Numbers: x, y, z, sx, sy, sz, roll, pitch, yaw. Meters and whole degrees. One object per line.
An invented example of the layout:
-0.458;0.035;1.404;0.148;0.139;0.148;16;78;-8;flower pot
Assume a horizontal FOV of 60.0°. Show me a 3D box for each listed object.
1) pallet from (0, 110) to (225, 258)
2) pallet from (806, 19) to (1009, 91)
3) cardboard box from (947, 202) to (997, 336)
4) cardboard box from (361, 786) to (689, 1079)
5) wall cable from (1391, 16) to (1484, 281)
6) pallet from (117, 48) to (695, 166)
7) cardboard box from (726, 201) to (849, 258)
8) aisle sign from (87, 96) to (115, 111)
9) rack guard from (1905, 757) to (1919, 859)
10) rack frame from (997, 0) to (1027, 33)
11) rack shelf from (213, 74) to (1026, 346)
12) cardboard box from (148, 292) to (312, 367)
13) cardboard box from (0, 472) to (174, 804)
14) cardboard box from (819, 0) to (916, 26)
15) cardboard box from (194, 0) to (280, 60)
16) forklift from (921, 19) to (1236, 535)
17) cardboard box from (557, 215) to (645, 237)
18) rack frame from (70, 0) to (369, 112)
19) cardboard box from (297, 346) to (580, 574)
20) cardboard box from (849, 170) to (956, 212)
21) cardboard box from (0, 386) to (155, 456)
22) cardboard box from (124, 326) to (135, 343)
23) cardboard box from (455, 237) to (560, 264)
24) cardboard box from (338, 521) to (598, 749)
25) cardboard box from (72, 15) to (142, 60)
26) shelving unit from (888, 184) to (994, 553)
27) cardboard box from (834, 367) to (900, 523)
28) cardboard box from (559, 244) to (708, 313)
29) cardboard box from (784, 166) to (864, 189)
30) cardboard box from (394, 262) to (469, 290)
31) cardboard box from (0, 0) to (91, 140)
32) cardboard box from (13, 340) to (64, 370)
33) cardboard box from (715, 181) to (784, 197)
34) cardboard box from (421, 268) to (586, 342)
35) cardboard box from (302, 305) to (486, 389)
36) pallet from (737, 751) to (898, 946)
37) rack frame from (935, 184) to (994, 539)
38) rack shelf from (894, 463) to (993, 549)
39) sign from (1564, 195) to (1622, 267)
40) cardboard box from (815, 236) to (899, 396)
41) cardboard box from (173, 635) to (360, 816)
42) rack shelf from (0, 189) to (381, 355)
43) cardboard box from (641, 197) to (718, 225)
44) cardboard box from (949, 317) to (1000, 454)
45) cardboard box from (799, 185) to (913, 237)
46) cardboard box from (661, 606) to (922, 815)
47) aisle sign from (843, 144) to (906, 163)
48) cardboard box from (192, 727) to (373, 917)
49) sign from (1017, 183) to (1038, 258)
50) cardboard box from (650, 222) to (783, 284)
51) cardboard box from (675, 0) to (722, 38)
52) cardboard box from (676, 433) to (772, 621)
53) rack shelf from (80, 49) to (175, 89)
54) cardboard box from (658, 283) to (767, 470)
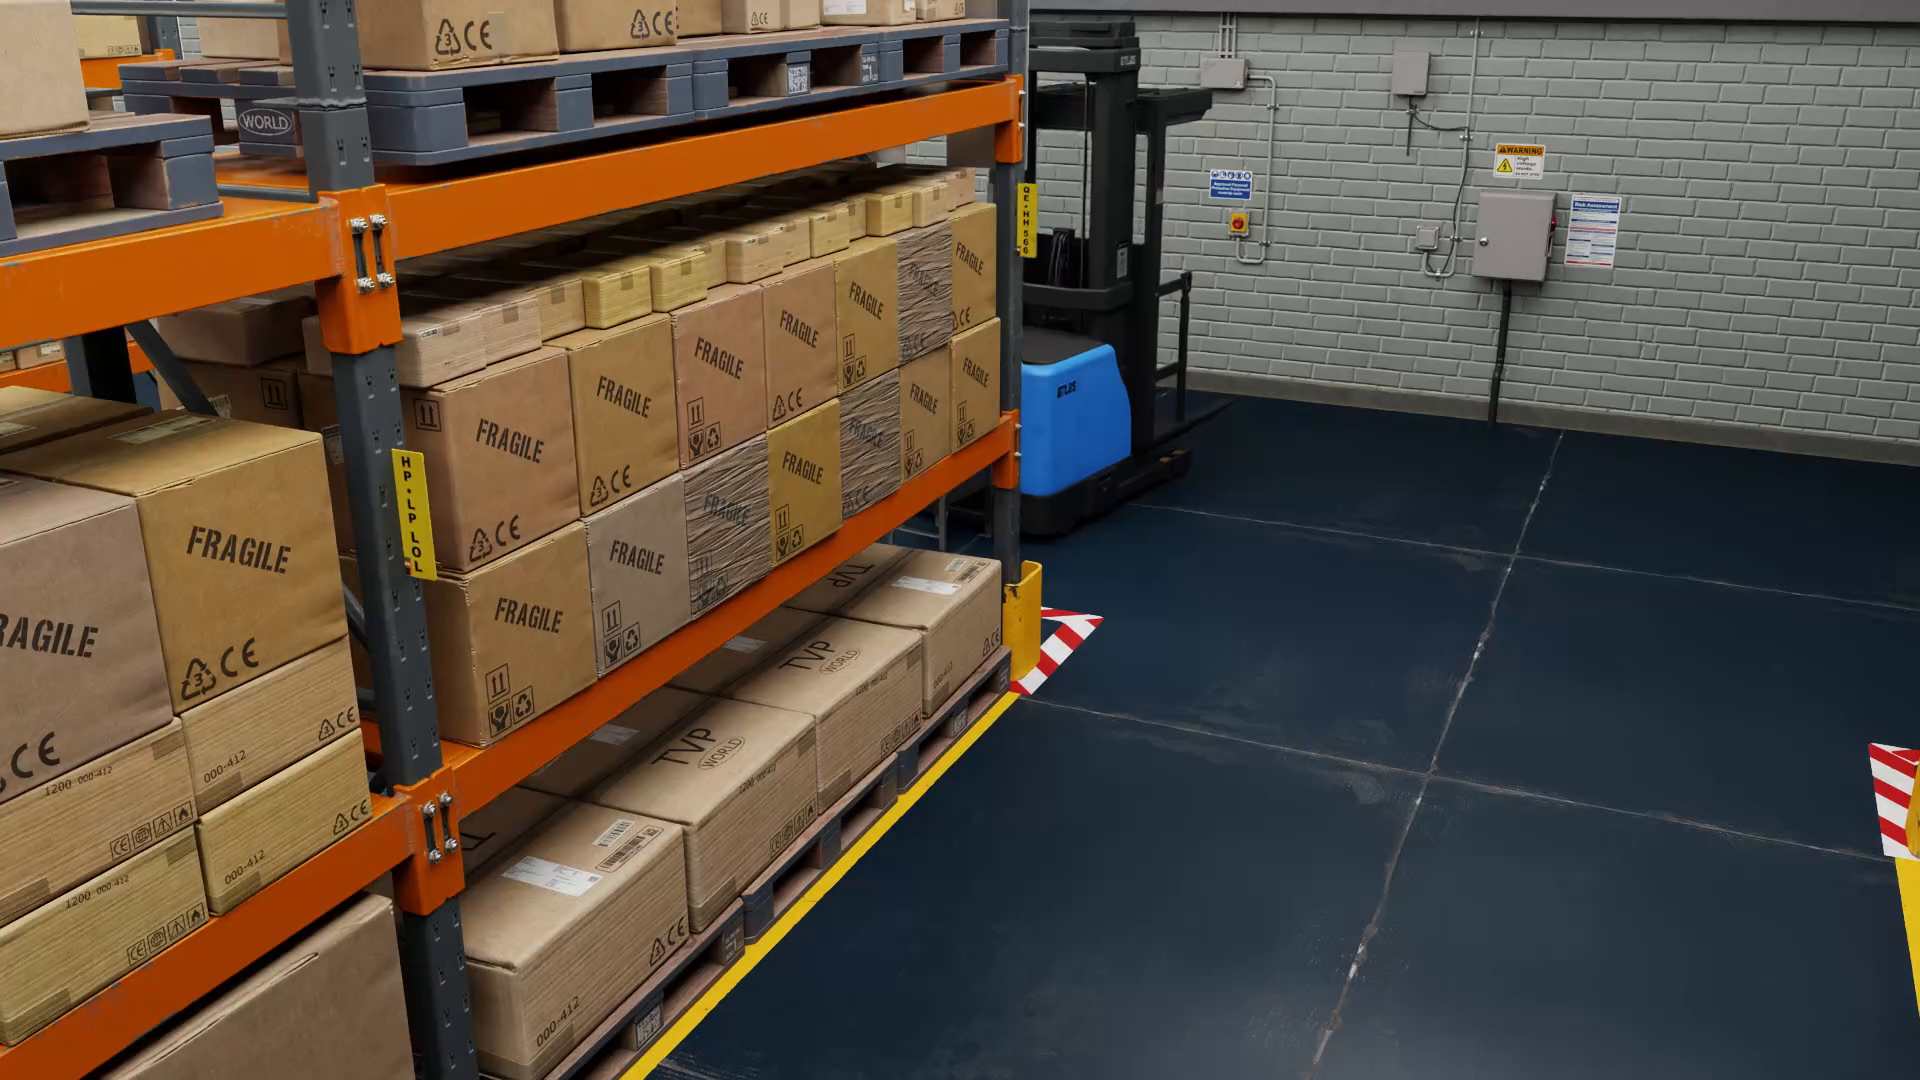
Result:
-2.161;-0.660;3.156;0.805;0.209;1.217;8;21;21;pallet
-0.487;-1.990;6.743;1.003;0.211;1.213;9;21;23;pallet
-0.173;-1.185;7.182;0.500;0.500;0.500;9;22;24;cardboard box
-1.476;1.209;5.291;0.875;0.438;0.875;8;21;22;cardboard box
3.393;-2.861;12.021;0.588;1.984;0.122;9;21;23;wall cable
-1.486;-1.244;4.645;1.003;0.211;1.213;9;21;23;pallet
-0.630;-1.135;6.075;0.380;0.149;0.250;9;22;24;cardboard box
-4.994;-2.783;9.438;0.394;0.787;0.004;9;21;23;aisle sign
4.306;1.035;6.314;1.175;0.500;0.348;9;21;23;rack guard
-0.193;-3.673;6.867;1.000;3.000;0.127;9;21;23;rack frame
-1.012;-1.309;5.771;1.077;0.370;4.000;9;21;23;rack shelf
-1.995;-0.585;4.528;0.380;0.149;0.250;8;21;22;cardboard box
-1.990;0.188;3.321;0.500;0.500;0.500;9;21;24;cardboard box
-0.394;-2.097;6.512;0.380;0.149;0.250;7;21;19;cardboard box
-1.861;-1.458;4.539;0.396;0.266;0.258;9;22;24;cardboard box
0.910;-1.848;10.790;1.130;2.935;3.031;13;23;32;forklift
-1.327;-1.045;5.820;0.380;0.149;0.250;9;21;23;cardboard box
-1.831;-2.450;3.429;1.000;3.000;0.127;9;21;23;rack frame
-1.415;-0.254;4.565;0.500;0.500;0.500;9;21;23;cardboard box
-0.239;-1.452;6.966;0.380;0.149;0.250;9;21;24;cardboard box
-2.273;-0.047;3.982;0.500;0.500;0.500;9;21;23;cardboard box
-4.762;-1.167;9.149;0.380;0.149;0.250;9;21;23;cardboard box
-1.520;-0.887;5.377;0.380;0.149;0.250;8;21;22;cardboard box
-1.400;0.222;4.719;0.500;0.500;0.500;9;22;24;cardboard box
-4.695;-2.662;8.724;0.500;0.250;0.500;8;21;22;cardboard box
-0.117;-0.969;9.559;0.431;2.100;0.503;13;23;32;shelving unit
-0.570;-0.400;6.467;0.500;0.500;0.500;9;22;24;cardboard box
-1.016;-0.818;5.182;0.380;0.149;0.250;8;21;21;cardboard box
-0.633;-1.510;7.128;0.380;0.149;0.250;9;22;24;cardboard box
-1.677;-0.726;4.924;0.380;0.149;0.250;9;21;23;cardboard box
-2.000;-0.895;3.037;0.500;0.311;0.500;9;21;23;cardboard box
-4.934;-1.007;8.699;0.380;0.149;0.250;9;22;24;cardboard box
-0.936;-1.363;6.716;0.380;0.149;0.250;8;21;21;cardboard box
-1.308;-0.673;4.775;0.380;0.149;0.250;8;21;22;cardboard box
-1.465;-0.508;4.312;0.380;0.149;0.250;8;21;22;cardboard box
-0.950;1.094;6.577;1.003;0.211;1.213;9;21;23;pallet
0.019;-1.037;9.750;0.400;2.100;0.015;13;23;32;rack frame
-0.117;-0.296;9.798;0.431;0.518;0.480;13;23;32;rack shelf
4.487;-2.191;11.795;0.329;0.494;0.001;9;21;23;sign
-0.566;-0.870;6.297;0.500;0.500;0.500;8;21;22;cardboard box
-1.790;0.380;3.902;0.500;0.250;0.500;9;21;23;cardboard box
-2.650;-0.087;2.333;1.077;0.370;4.000;9;21;23;rack shelf
-1.136;-1.205;6.271;0.380;0.149;0.250;9;21;23;cardboard box
-0.149;-0.710;7.339;0.500;0.500;0.500;9;21;23;cardboard box
-0.409;-1.290;6.511;0.380;0.149;0.250;9;22;24;cardboard box
-0.739;0.659;6.835;0.875;0.438;0.875;9;22;24;cardboard box
-0.428;-2.133;7.610;0.394;0.787;0.004;9;21;23;aisle sign
-1.785;0.619;3.976;0.500;0.250;0.500;8;21;21;cardboard box
0.296;-1.425;7.417;0.100;0.325;0.005;9;21;23;sign
-0.824;-0.971;5.614;0.380;0.149;0.250;9;21;23;cardboard box
-1.155;-1.956;5.591;0.500;0.500;0.500;9;21;24;cardboard box
-0.981;-0.083;5.575;0.500;0.500;0.500;9;21;23;cardboard box
-5.569;-1.958;7.594;1.077;0.370;4.000;9;21;23;rack shelf
-0.982;-0.563;5.433;0.500;0.500;0.500;9;21;24;cardboard box
